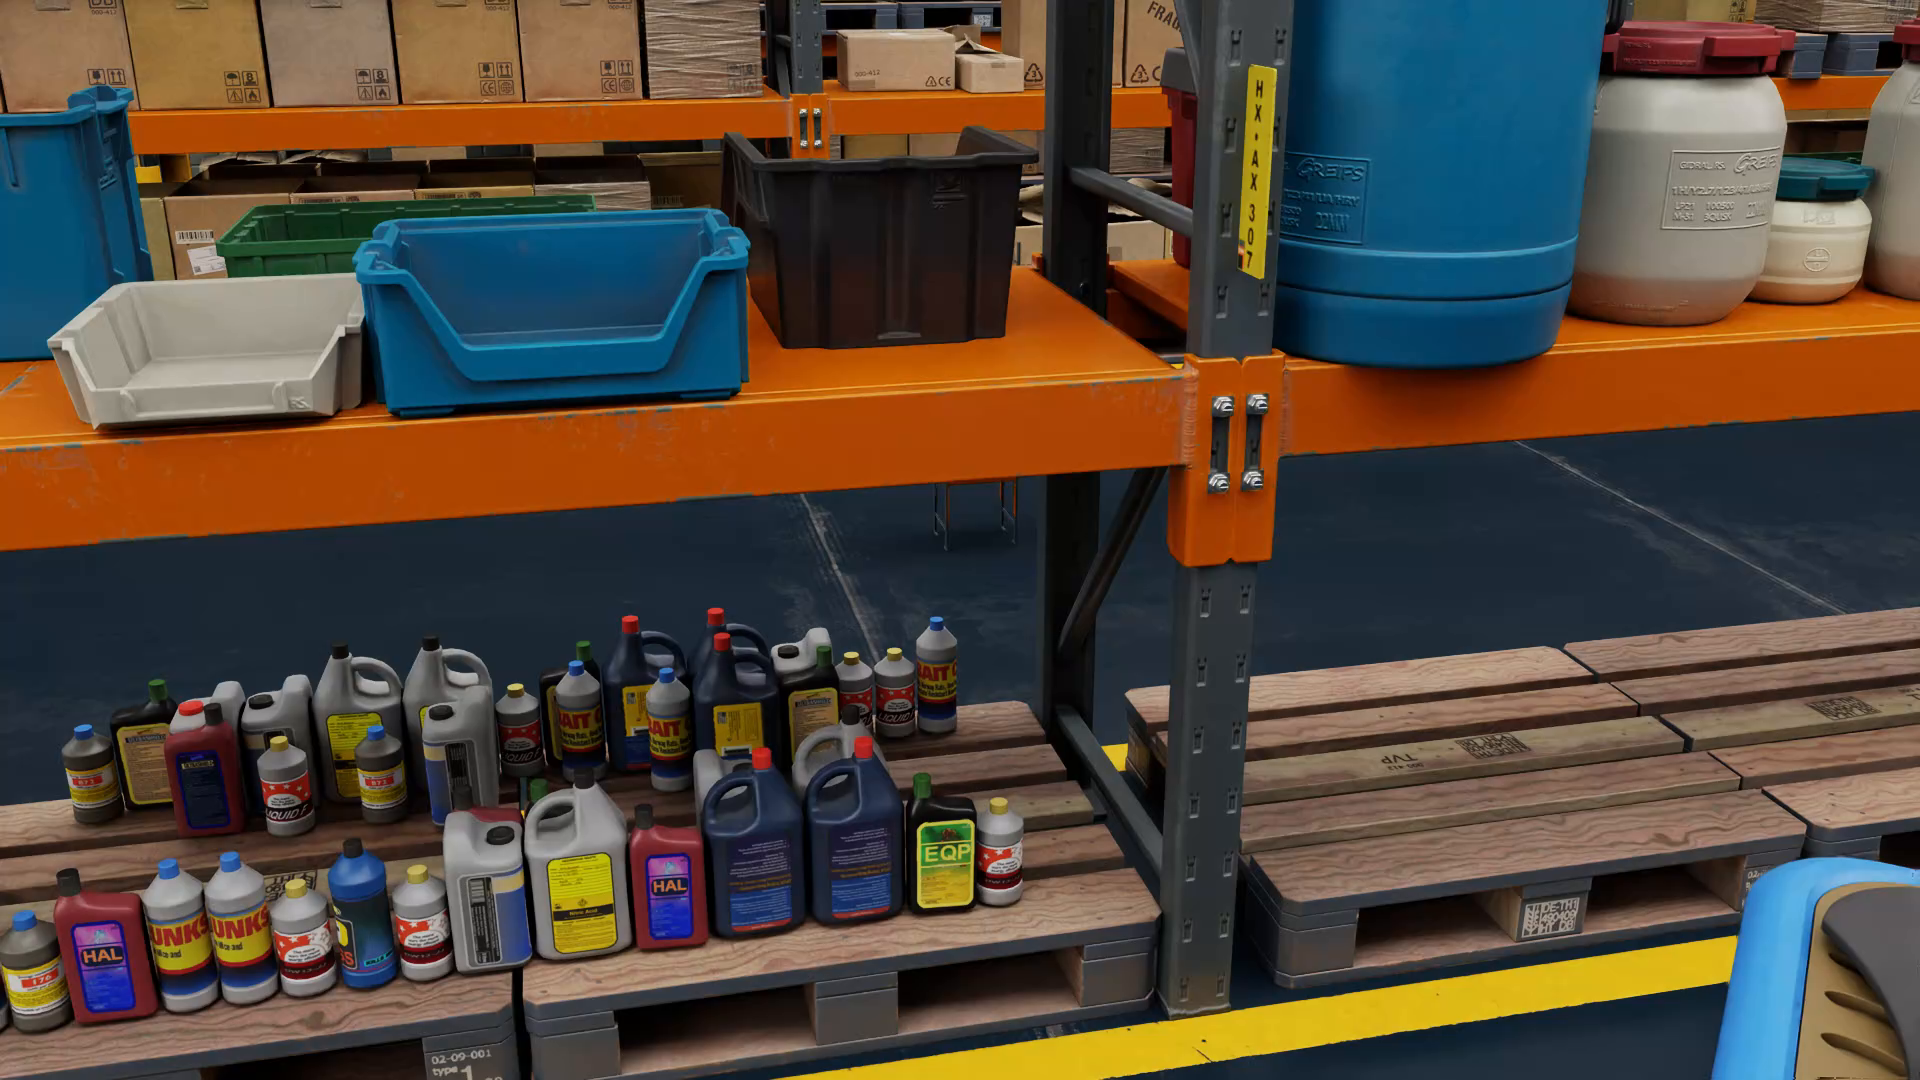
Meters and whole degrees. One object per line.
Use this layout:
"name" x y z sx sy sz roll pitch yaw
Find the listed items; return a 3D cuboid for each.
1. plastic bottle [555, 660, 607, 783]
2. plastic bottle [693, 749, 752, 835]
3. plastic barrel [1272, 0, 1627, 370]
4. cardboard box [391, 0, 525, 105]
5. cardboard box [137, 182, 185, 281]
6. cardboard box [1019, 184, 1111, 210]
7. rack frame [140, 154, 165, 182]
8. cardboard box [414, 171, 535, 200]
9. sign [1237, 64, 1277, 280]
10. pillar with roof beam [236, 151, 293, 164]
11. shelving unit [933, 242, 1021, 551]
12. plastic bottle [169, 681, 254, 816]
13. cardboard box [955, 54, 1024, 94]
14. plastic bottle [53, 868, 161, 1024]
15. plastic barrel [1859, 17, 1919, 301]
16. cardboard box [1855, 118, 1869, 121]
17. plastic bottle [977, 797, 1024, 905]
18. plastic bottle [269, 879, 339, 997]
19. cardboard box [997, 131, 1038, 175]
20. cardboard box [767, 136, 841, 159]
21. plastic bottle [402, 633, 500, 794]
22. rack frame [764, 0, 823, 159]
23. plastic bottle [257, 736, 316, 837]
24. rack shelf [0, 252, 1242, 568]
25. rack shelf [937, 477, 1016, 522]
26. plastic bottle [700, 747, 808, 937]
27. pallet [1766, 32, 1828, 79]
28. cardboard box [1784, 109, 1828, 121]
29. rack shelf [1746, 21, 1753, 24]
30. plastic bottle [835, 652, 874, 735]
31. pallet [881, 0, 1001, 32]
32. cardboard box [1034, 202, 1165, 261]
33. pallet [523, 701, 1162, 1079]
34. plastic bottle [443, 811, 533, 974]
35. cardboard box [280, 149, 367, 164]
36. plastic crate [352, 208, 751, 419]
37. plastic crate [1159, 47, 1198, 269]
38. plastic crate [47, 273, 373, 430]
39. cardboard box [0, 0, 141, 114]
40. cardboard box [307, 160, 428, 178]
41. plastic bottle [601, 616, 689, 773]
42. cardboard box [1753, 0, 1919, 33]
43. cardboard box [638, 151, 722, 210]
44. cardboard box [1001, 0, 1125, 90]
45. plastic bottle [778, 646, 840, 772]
"plastic bottle" -0.843 0.398 3.694 0.097 0.271 0.097 0 20 0
"plastic bottle" -0.449 0.547 3.282 0.135 0.276 0.152 -5 21 -12
"plastic barrel" 0.802 -0.805 2.923 0.708 0.901 0.600 -5 21 -12
"cardboard box" -2.211 -2.226 7.386 0.500 0.500 0.700 -4 21 -12
"cardboard box" -3.613 -1.249 7.160 0.500 0.500 0.500 -5 21 -12
"cardboard box" 0.540 -1.678 8.607 0.500 0.311 0.500 -5 21 -13
"rack frame" -5.816 -3.640 11.391 0.127 3.000 1.000 -5 21 -12
"cardboard box" -2.156 -1.371 7.493 0.500 0.500 0.500 -5 21 -12
"sign" 0.472 -0.586 2.650 0.005 0.325 0.100 -5 21 -12
"pillar with roof beam" -4.343 -5.361 7.367 0.400 9.000 9.100 -5 21 -12
"shelving unit" 0.052 -0.497 5.646 0.252 1.050 0.215 -5 21 -12
"plastic bottle" -1.598 0.445 3.558 0.135 0.276 0.152 -4 21 -12
"cardboard box" 0.130 -2.183 7.778 0.250 0.149 0.380 -5 21 -12
"plastic bottle" -1.475 0.694 2.869 0.133 0.283 0.061 -4 21 -12
"plastic barrel" 2.052 -0.765 3.344 0.433 0.535 0.433 0 20 0
"cardboard box" 5.506 -2.281 9.586 0.500 0.250 0.500 -5 21 -12
"plastic bottle" 0.075 0.600 3.245 0.097 0.201 0.097 0 20 0
"plastic bottle" -1.173 0.701 2.968 0.097 0.201 0.097 0 20 0
"cardboard box" 0.276 -3.181 13.133 0.500 0.500 0.700 -5 21 -13
"cardboard box" -1.211 -3.054 12.784 0.500 0.500 0.700 -4 20 -11
"plastic bottle" -1.122 0.370 3.655 0.185 0.351 0.144 -5 21 -13
"rack frame" -0.780 -2.299 7.730 0.127 3.000 1.000 -5 21 -12
"plastic bottle" -1.416 0.510 3.491 0.097 0.201 0.097 0 20 0
"rack shelf" -1.590 -0.145 2.894 4.000 0.370 1.077 -5 21 -12
"rack shelf" 0.052 -0.226 5.745 0.240 0.259 0.215 -5 21 -12
"plastic bottle" -0.391 0.559 3.139 0.185 0.351 0.144 -6 21 -15
"pallet" 3.757 -2.603 8.838 1.003 0.211 1.213 -5 21 -12
"cardboard box" 7.103 -3.677 14.515 0.500 0.500 0.700 -5 21 -13
"rack shelf" 7.808 -4.411 14.540 4.000 0.370 1.077 -5 21 -12
"plastic bottle" -0.252 0.361 3.896 0.097 0.201 0.097 0 20 0
"pallet" 0.052 -4.013 12.688 1.213 0.211 1.003 -5 21 -12
"cardboard box" 0.672 -1.497 8.112 0.500 0.311 0.500 -5 21 -14
"pallet" -0.307 0.708 3.575 1.213 0.211 1.003 -5 21 -12
"plastic bottle" -0.864 0.631 3.050 0.135 0.276 0.152 -4 21 -11
"cardboard box" -4.567 -2.654 11.969 0.500 0.311 0.500 -3 20 -8
"plastic crate" -0.658 -0.392 2.741 0.616 0.251 0.499 -5 21 -12
"plastic crate" 0.757 -0.812 3.576 0.583 0.464 0.402 -5 21 -12
"plastic crate" -1.165 -0.304 2.666 0.437 0.136 0.530 -5 21 -12
"cardboard box" -3.705 -2.105 7.055 0.500 0.500 0.700 -4 21 -11
"cardboard box" -2.762 -1.506 7.861 0.500 0.500 0.500 -5 21 -12
"plastic bottle" -0.708 0.336 3.747 0.185 0.351 0.144 -6 21 -15
"cardboard box" 4.634 -2.956 8.767 0.500 0.500 0.700 -1 20 -2
"cardboard box" -1.303 -1.625 8.188 0.500 0.500 0.500 -5 21 -12
"cardboard box" 0.484 -2.443 7.978 0.500 0.500 0.500 -3 20 -9
"plastic bottle" -0.338 0.377 3.734 0.133 0.283 0.061 -5 21 -12
